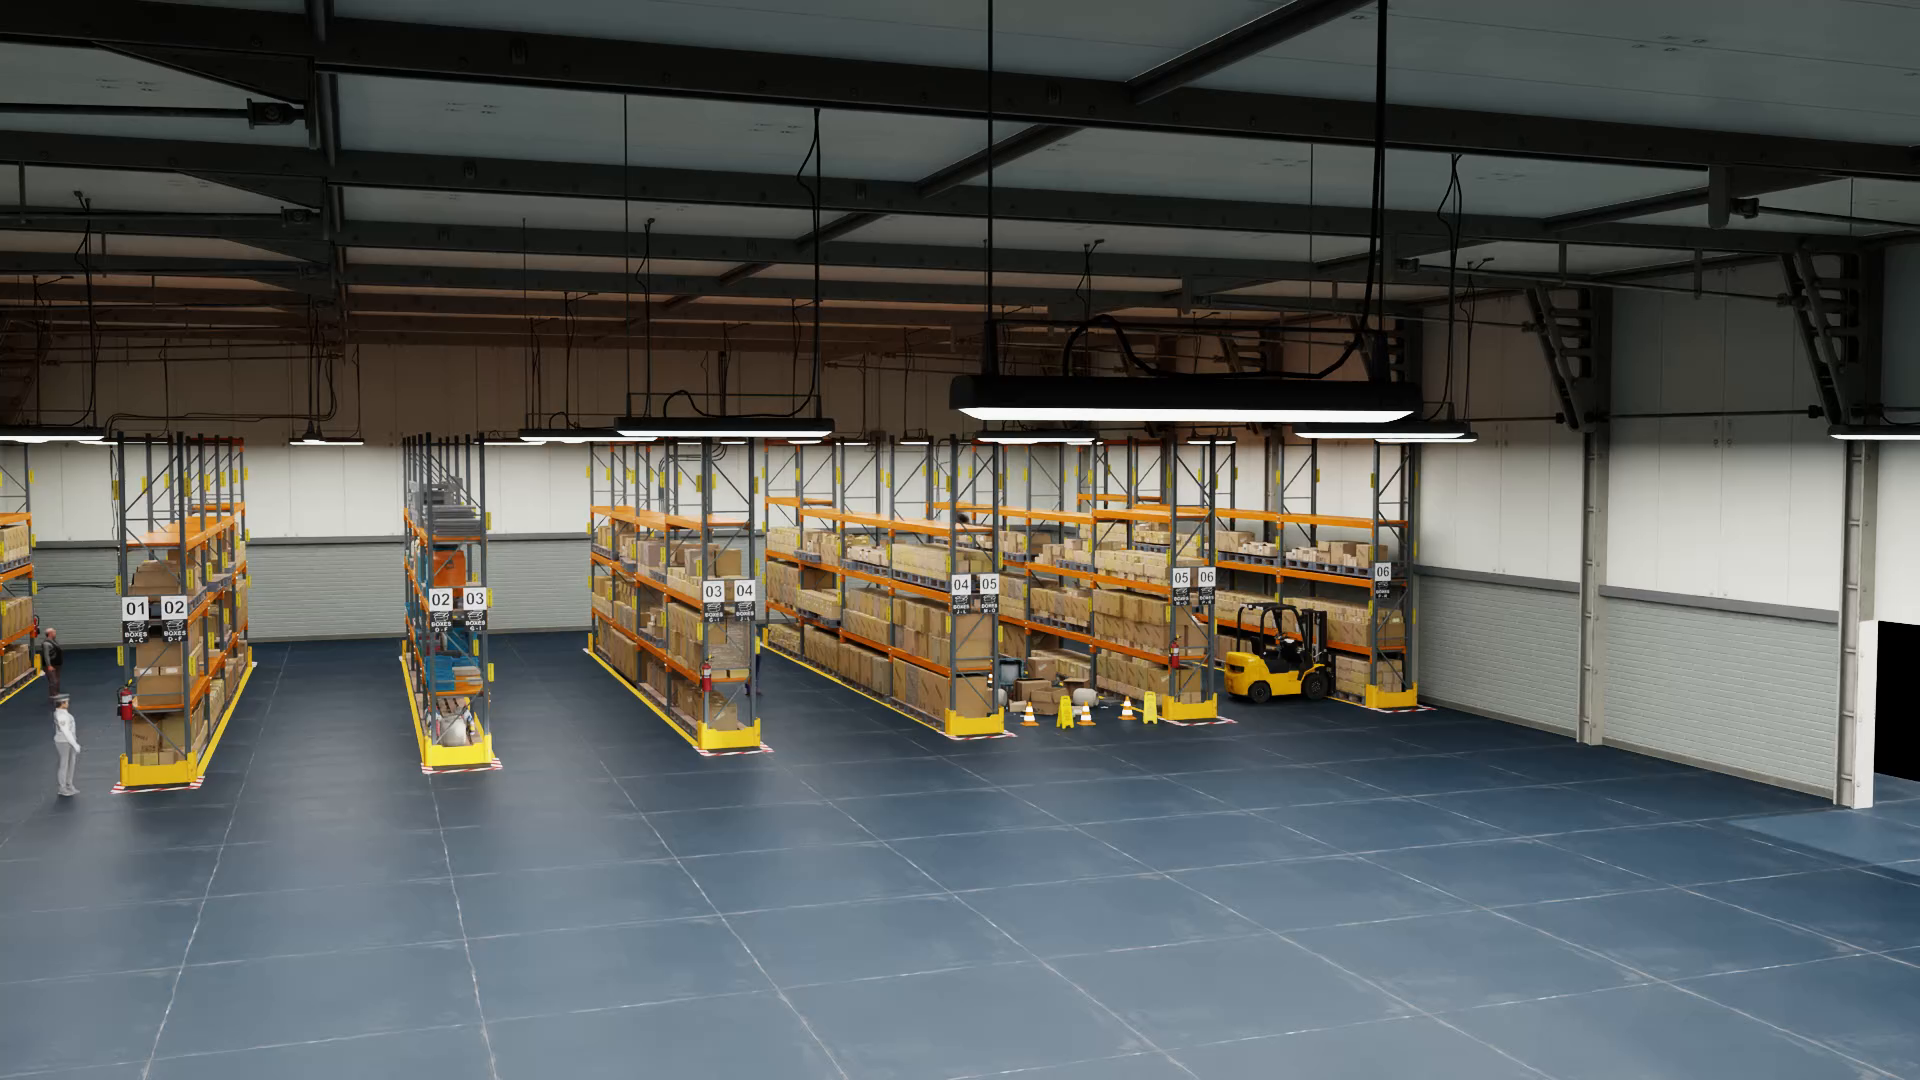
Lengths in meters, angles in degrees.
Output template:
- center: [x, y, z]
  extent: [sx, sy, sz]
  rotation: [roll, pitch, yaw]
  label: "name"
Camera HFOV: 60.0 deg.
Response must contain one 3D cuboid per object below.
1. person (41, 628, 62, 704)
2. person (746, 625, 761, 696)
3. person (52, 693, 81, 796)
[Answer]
- center: [-20.127, 2.832, 37.024]
  extent: [0.598, 1.741, 0.536]
  rotation: [0, 3, 7]
  label: "person"
- center: [-4.771, 2.777, 38.395]
  extent: [0.360, 1.656, 0.584]
  rotation: [0, 3, -3]
  label: "person"
- center: [-14.714, 3.387, 27.439]
  extent: [0.494, 1.712, 0.546]
  rotation: [0, 3, -8]
  label: "person"
